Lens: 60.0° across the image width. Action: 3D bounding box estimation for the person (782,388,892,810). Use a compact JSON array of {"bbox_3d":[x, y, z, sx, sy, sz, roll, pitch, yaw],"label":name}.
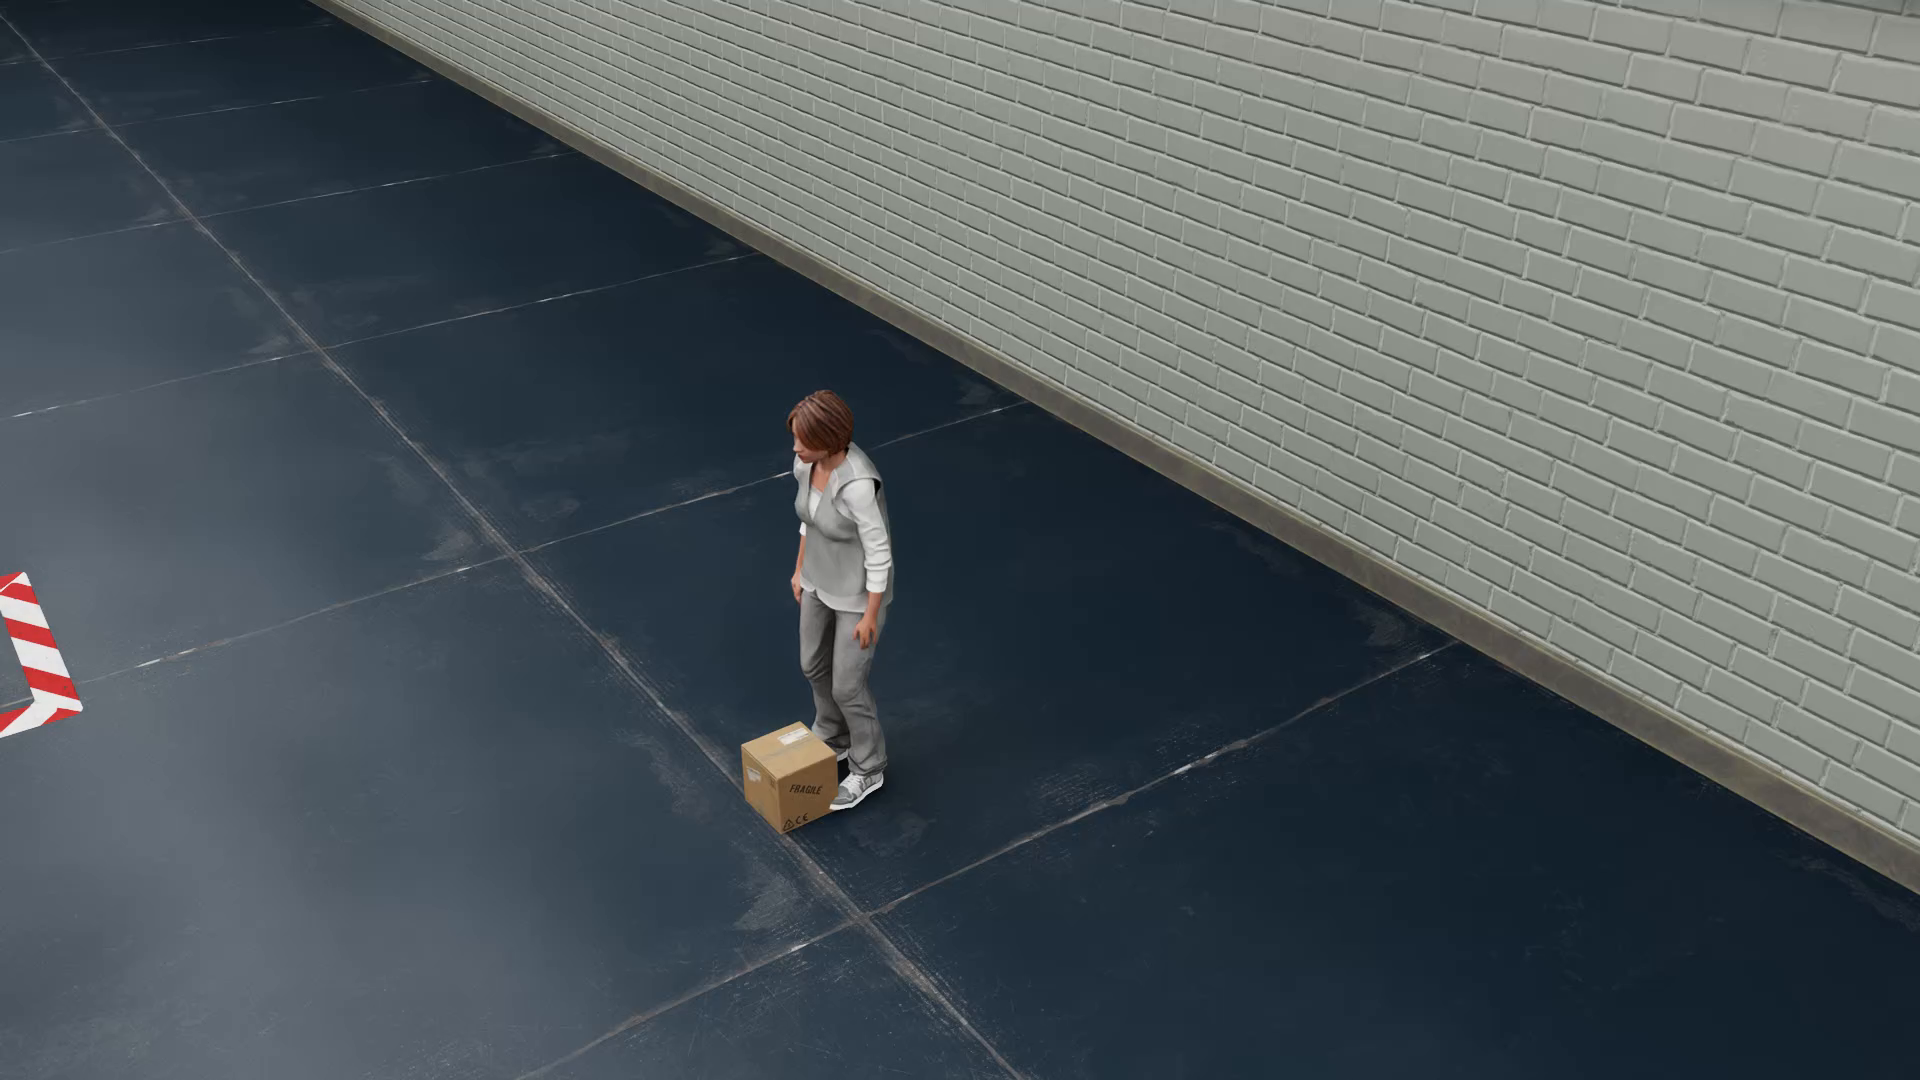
[{"bbox_3d":[-0.425,0.199,5.790,0.347,1.580,0.459,-19,34,-31],"label":"person"}]
